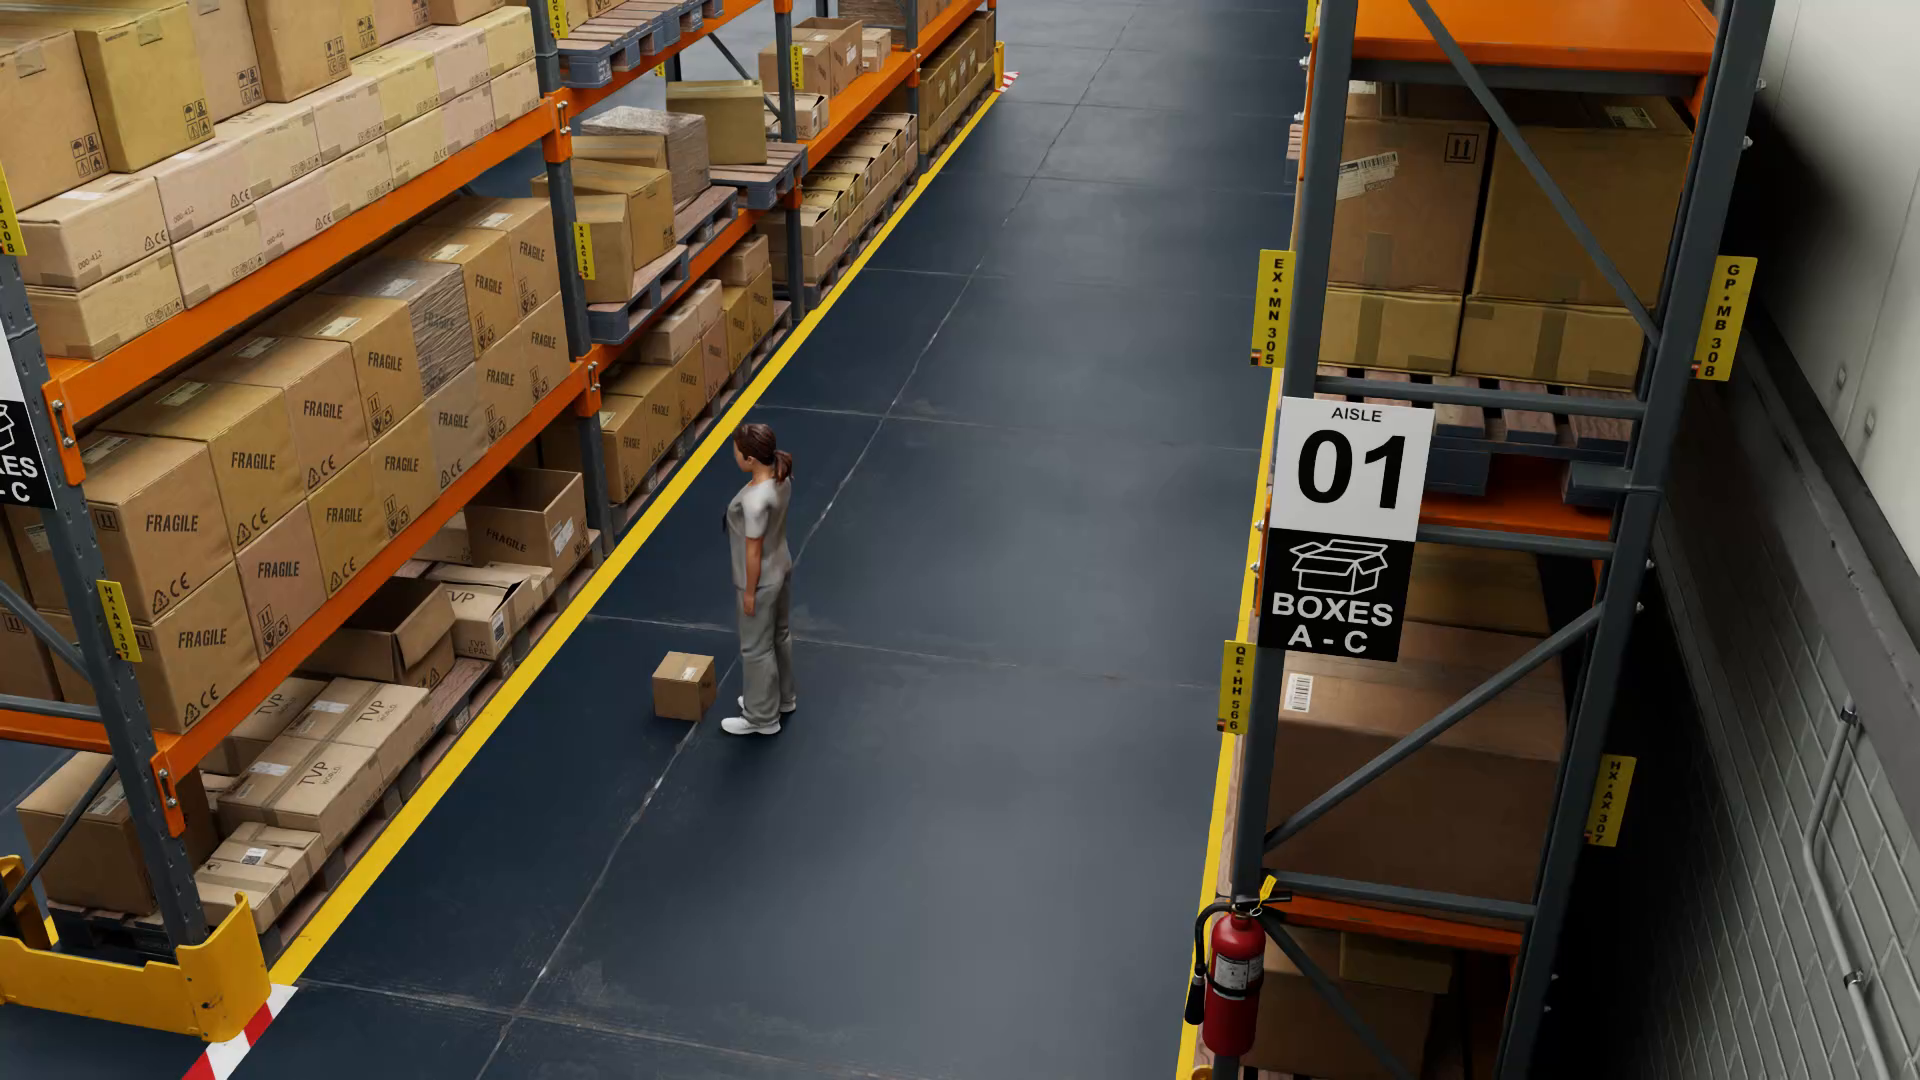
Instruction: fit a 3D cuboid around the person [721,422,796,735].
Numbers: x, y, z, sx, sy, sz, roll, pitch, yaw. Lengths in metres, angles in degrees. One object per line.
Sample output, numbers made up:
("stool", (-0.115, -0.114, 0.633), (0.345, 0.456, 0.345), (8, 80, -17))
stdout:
("person", (-0.993, 0.186, 8.262), (0.415, 1.684, 0.442), (7, 30, 12))
